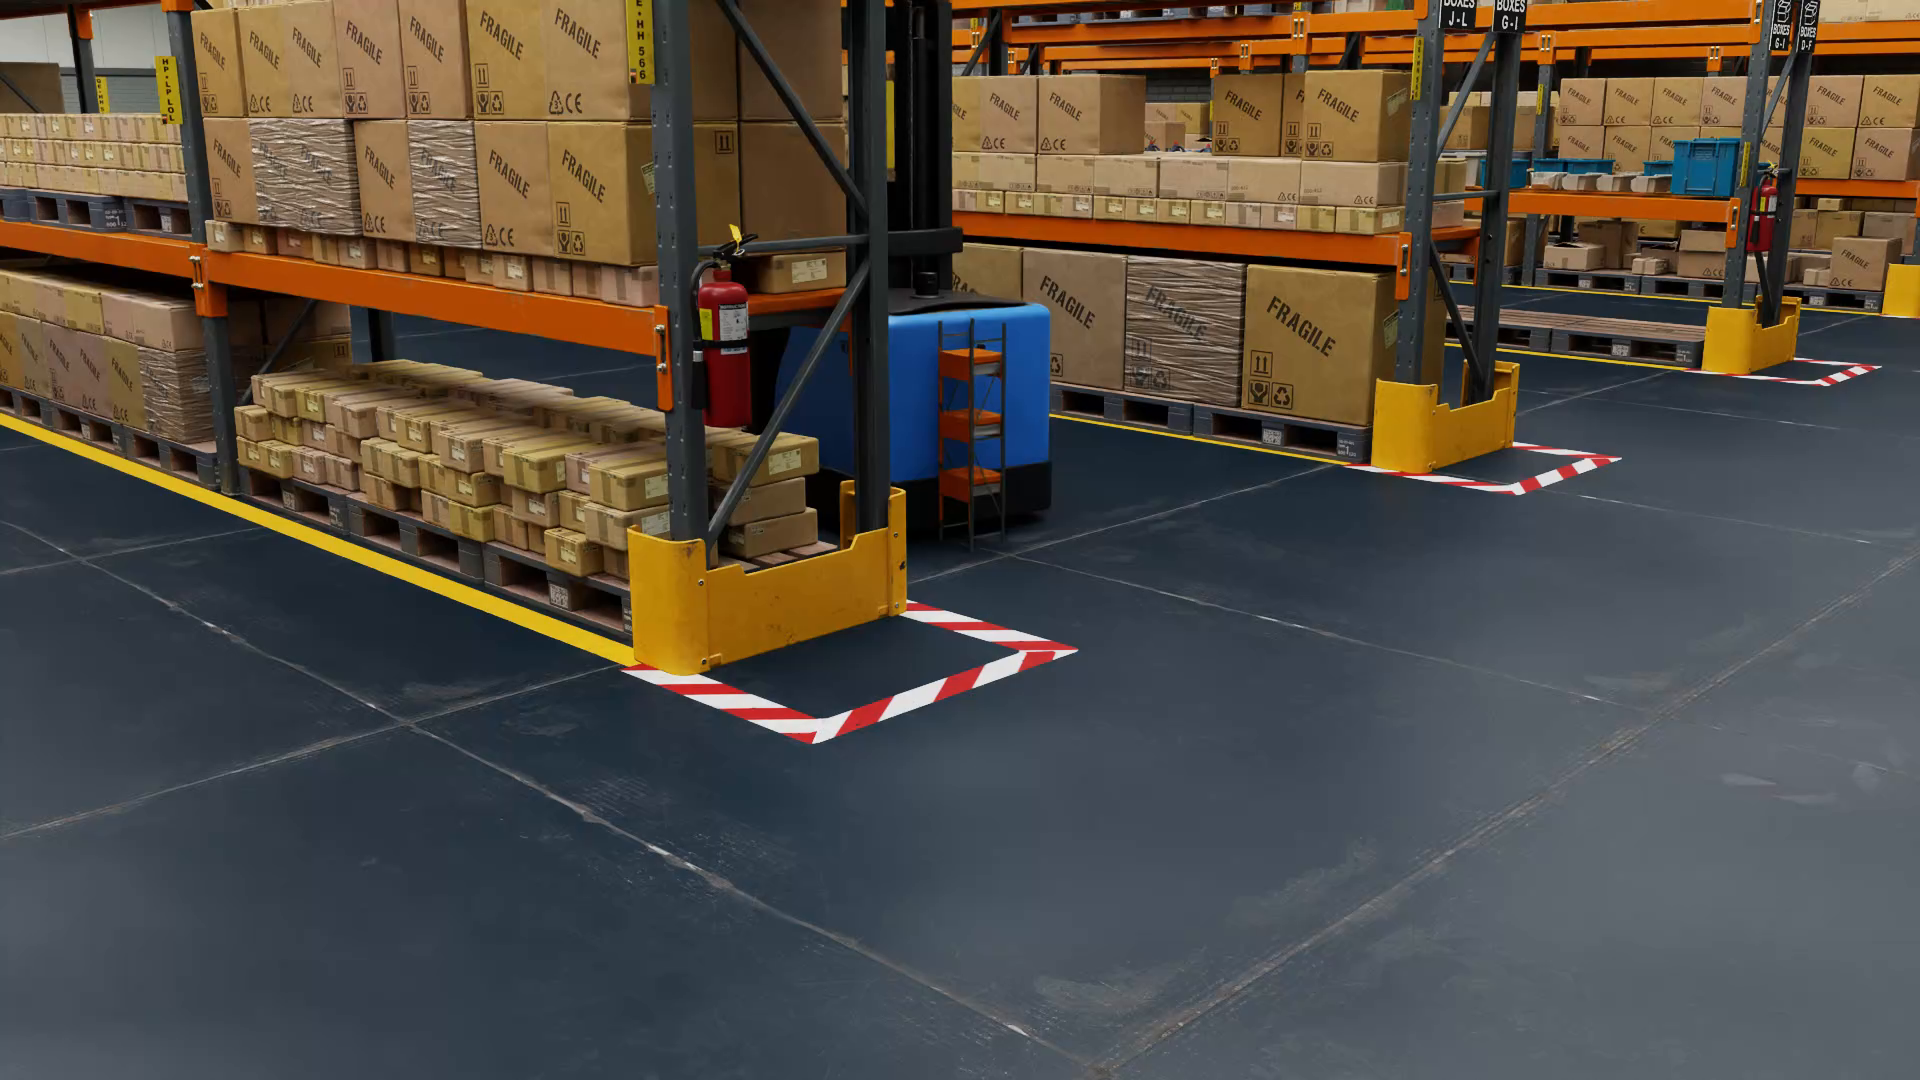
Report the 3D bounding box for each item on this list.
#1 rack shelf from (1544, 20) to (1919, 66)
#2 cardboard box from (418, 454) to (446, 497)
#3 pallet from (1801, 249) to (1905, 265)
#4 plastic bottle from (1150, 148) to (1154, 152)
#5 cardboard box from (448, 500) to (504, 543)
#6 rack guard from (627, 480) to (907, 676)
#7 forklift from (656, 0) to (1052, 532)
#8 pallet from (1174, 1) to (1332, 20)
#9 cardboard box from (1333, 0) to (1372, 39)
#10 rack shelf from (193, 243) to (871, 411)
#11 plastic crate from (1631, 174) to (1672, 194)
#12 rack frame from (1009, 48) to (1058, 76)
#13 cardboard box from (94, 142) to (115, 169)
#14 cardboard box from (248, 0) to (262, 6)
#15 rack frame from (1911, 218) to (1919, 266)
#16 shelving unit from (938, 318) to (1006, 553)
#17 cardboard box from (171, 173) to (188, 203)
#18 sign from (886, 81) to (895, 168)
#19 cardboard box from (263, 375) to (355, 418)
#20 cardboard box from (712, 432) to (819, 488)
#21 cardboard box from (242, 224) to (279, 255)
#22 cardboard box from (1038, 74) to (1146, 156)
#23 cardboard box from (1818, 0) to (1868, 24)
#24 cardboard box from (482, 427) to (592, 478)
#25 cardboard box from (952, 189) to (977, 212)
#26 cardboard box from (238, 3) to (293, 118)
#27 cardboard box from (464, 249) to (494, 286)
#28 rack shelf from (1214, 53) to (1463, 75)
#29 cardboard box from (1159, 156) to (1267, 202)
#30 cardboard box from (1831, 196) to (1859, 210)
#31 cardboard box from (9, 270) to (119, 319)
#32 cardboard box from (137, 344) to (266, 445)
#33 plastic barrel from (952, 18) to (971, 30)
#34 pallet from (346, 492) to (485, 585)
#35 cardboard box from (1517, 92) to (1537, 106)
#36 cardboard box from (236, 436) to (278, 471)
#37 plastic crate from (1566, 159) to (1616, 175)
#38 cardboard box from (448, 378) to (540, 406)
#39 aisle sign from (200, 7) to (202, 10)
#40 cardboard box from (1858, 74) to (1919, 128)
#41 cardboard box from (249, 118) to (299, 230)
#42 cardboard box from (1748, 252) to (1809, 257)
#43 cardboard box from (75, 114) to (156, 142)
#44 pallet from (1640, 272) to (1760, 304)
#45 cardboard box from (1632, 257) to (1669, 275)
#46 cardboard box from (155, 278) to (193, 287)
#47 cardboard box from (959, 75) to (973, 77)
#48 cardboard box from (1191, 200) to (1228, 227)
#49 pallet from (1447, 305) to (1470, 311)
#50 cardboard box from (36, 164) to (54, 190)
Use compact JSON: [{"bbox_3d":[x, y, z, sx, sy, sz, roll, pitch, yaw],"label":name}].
[{"bbox_3d":[8.288,-5.207,17.446,4.000,0.370,1.077,14,20,42],"label":"rack shelf"},{"bbox_3d":[-2.173,-0.309,7.401,0.380,0.149,0.250,-13,20,-41],"label":"cardboard box"},{"bbox_3d":[11.660,-3.643,21.497,1.213,0.211,1.003,14,20,42],"label":"pallet"},{"bbox_3d":[1.971,-3.947,17.363,0.133,0.283,0.061,14,20,42],"label":"plastic bottle"},{"bbox_3d":[-1.990,-0.114,7.243,0.250,0.149,0.380,13,19,40],"label":"cardboard box"},{"bbox_3d":[-0.721,0.123,6.470,0.348,0.500,1.175,14,20,42],"label":"rack guard"},{"bbox_3d":[-0.768,-1.758,8.867,1.130,2.935,3.031,-9,17,-32],"label":"forklift"},{"bbox_3d":[2.775,-5.035,15.733,1.003,0.211,1.213,14,20,42],"label":"pallet"},{"bbox_3d":[5.048,-6.403,20.411,0.500,0.500,0.910,14,20,42],"label":"cardboard box"},{"bbox_3d":[-2.106,-1.076,7.538,4.000,0.370,1.077,14,20,42],"label":"rack shelf"},{"bbox_3d":[5.574,-2.867,13.389,0.243,0.136,0.396,14,20,42],"label":"plastic crate"},{"bbox_3d":[1.089,-5.854,24.450,0.127,3.000,1.000,14,20,42],"label":"rack frame"},{"bbox_3d":[-4.723,-2.216,9.563,0.250,0.149,0.380,12,19,39],"label":"cardboard box"},{"bbox_3d":[-7.718,-6.004,18.585,0.250,0.149,0.380,13,19,40],"label":"cardboard box"},{"bbox_3d":[9.728,-3.754,16.390,0.127,3.000,1.000,14,20,42],"label":"rack frame"},{"bbox_3d":[0.055,-0.487,7.718,0.215,1.050,0.252,-10,18,-35],"label":"shelving unit"},{"bbox_3d":[-3.969,-1.889,8.898,0.250,0.149,0.380,13,20,41],"label":"cardboard box"},{"bbox_3d":[-0.290,-1.591,6.373,0.005,0.325,0.100,14,20,42],"label":"sign"},{"bbox_3d":[-3.284,-0.729,8.420,0.380,0.149,0.250,-13,20,-41],"label":"cardboard box"},{"bbox_3d":[-0.808,-0.339,6.924,0.250,0.149,0.380,13,19,40],"label":"cardboard box"},{"bbox_3d":[-3.331,-1.512,8.282,0.380,0.149,0.250,-14,20,-43],"label":"cardboard box"},{"bbox_3d":[0.864,-2.783,10.883,0.500,0.500,0.500,13,19,40],"label":"cardboard box"},{"bbox_3d":[8.823,-5.264,16.535,0.500,0.250,0.500,14,20,42],"label":"cardboard box"},{"bbox_3d":[-1.781,-0.365,7.027,0.250,0.149,0.380,13,19,40],"label":"cardboard box"},{"bbox_3d":[0.141,-2.377,11.603,0.250,0.149,0.380,13,19,40],"label":"cardboard box"},{"bbox_3d":[-3.006,-2.239,7.804,0.500,0.500,0.500,13,19,41],"label":"cardboard box"},{"bbox_3d":[-1.810,-1.141,6.862,0.250,0.149,0.380,13,19,40],"label":"cardboard box"},{"bbox_3d":[5.965,-7.507,26.272,4.000,0.370,1.077,14,20,42],"label":"rack shelf"},{"bbox_3d":[1.585,-2.242,10.296,0.500,0.250,0.500,13,19,40],"label":"cardboard box"},{"bbox_3d":[11.537,-4.391,21.673,0.250,0.149,0.380,14,20,43],"label":"cardboard box"},{"bbox_3d":[-5.732,-1.577,10.673,0.500,0.250,0.500,13,20,42],"label":"cardboard box"},{"bbox_3d":[-4.253,-0.851,9.375,0.500,0.500,0.500,13,20,41],"label":"cardboard box"},{"bbox_3d":[0.088,-6.133,18.577,0.600,0.901,0.600,0,15,0],"label":"plastic barrel"},{"bbox_3d":[-2.155,-0.100,7.896,1.213,0.211,1.003,14,20,42],"label":"pallet"},{"bbox_3d":[8.303,-6.312,23.891,0.500,0.250,0.500,14,20,43],"label":"cardboard box"},{"bbox_3d":[-3.507,-0.475,8.629,0.250,0.149,0.380,13,19,40],"label":"cardboard box"},{"bbox_3d":[5.390,-3.137,14.235,0.300,0.233,0.416,14,20,42],"label":"plastic crate"},{"bbox_3d":[-2.322,-0.700,8.312,0.250,0.149,0.380,12,19,40],"label":"cardboard box"},{"bbox_3d":[-8.922,-5.971,19.743,0.004,0.787,0.394,14,20,42],"label":"aisle sign"},{"bbox_3d":[9.217,-4.314,16.359,0.500,0.500,0.500,13,20,42],"label":"cardboard box"},{"bbox_3d":[-3.003,-1.748,7.905,0.500,0.500,0.500,14,20,42],"label":"cardboard box"},{"bbox_3d":[8.814,-2.958,17.916,0.500,0.250,0.500,14,20,42],"label":"cardboard box"},{"bbox_3d":[-4.908,-2.406,9.704,0.250,0.149,0.380,13,19,40],"label":"cardboard box"},{"bbox_3d":[8.225,-2.770,18.147,1.213,0.211,1.003,14,20,42],"label":"pallet"},{"bbox_3d":[7.630,-3.033,18.372,0.250,0.166,0.380,14,20,42],"label":"cardboard box"},{"bbox_3d":[-4.643,-1.490,10.340,0.500,0.250,0.500,-14,20,-42],"label":"cardboard box"},{"bbox_3d":[0.401,-6.695,24.906,0.500,0.500,0.700,14,20,42],"label":"cardboard box"},{"bbox_3d":[1.628,-2.016,10.218,0.250,0.149,0.380,13,20,41],"label":"cardboard box"},{"bbox_3d":[3.964,-2.084,15.513,1.213,0.211,1.003,14,20,42],"label":"pallet"},{"bbox_3d":[-5.467,-2.253,10.297,0.380,0.149,0.250,-14,20,-42],"label":"cardboard box"}]
